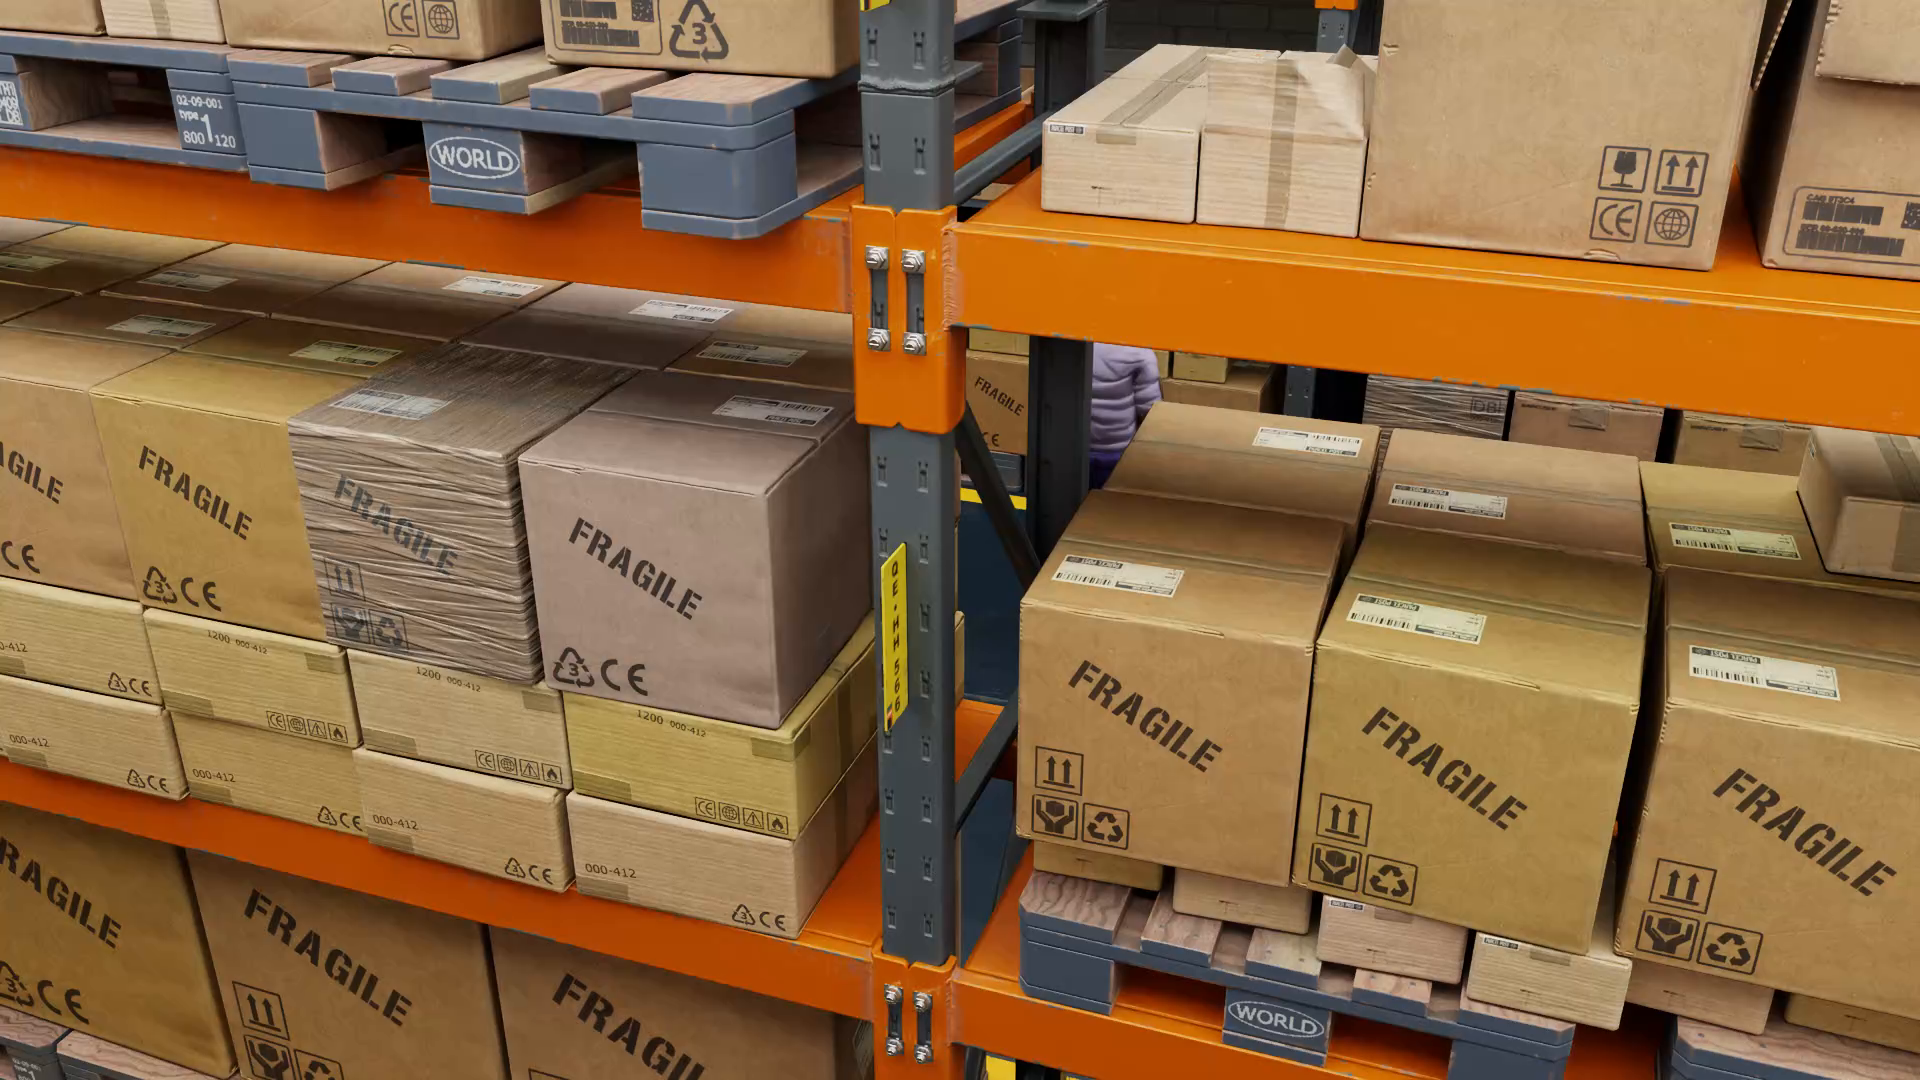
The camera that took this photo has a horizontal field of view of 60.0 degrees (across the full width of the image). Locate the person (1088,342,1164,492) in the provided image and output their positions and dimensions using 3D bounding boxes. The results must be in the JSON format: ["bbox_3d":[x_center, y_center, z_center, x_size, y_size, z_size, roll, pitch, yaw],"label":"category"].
[{"bbox_3d":[0.571,-0.250,6.636,0.560,1.651,0.374,7,27,14],"label":"person"}]
